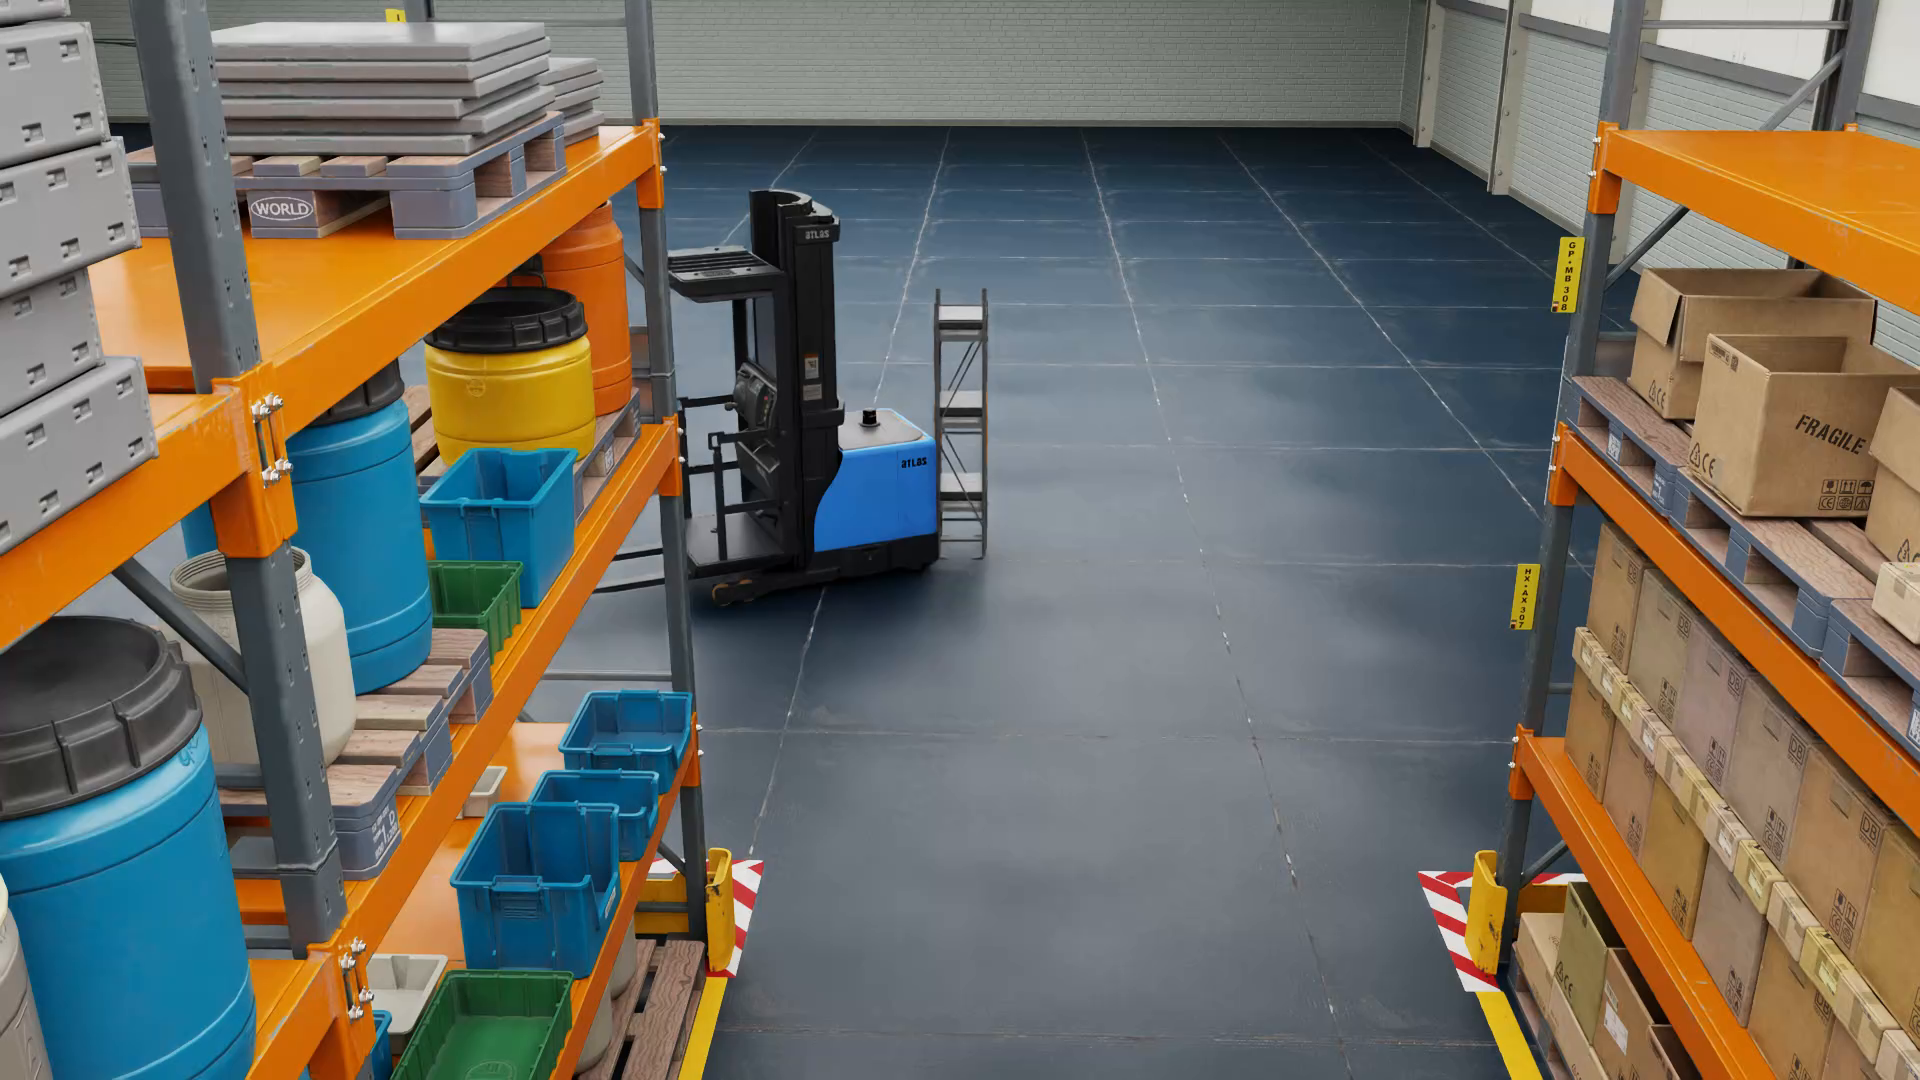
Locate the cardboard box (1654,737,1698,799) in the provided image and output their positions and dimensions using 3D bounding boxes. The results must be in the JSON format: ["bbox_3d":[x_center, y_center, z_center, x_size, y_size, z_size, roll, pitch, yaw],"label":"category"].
[{"bbox_3d":[2.911,0.876,6.382,0.380,0.149,0.250,0,21,0],"label":"cardboard box"}]

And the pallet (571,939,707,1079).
[{"bbox_3d":[-1.769,2.278,7.659,1.003,0.211,1.213,1,21,2],"label":"pallet"}]

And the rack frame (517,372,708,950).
[{"bbox_3d":[-1.783,0.657,7.983,1.000,3.000,0.127,1,21,2],"label":"rack frame"}]

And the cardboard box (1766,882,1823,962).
[{"bbox_3d":[2.880,1.250,5.419,0.380,0.149,0.250,1,21,3],"label":"cardboard box"}]

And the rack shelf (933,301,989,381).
[{"bbox_3d":[0.008,-1.564,13.049,0.431,0.518,0.480,0,21,1],"label":"rack shelf"}]

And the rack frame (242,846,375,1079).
[{"bbox_3d":[-1.905,2.103,4.256,1.000,3.000,0.127,1,21,2],"label":"rack frame"}]

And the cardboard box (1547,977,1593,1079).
[{"bbox_3d":[2.917,2.171,7.301,0.500,0.250,0.500,1,21,2],"label":"cardboard box"}]

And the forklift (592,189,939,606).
[{"bbox_3d":[-1.733,-1.087,12.572,3.031,2.935,1.130,-9,23,-22],"label":"forklift"}]

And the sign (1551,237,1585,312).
[{"bbox_3d":[2.613,-1.139,7.146,0.100,0.325,0.005,1,21,2],"label":"sign"}]

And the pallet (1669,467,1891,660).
[{"bbox_3d":[3.086,0.053,5.515,1.003,0.211,1.213,1,21,2],"label":"pallet"}]

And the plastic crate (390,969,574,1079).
[{"bbox_3d":[-1.582,1.714,5.551,0.450,0.188,0.662,1,21,2],"label":"plastic crate"}]

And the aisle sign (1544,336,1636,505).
[{"bbox_3d":[2.863,-0.527,7.439,0.394,0.787,0.004,1,21,2],"label":"aisle sign"}]

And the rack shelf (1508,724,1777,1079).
[{"bbox_3d":[3.107,1.771,6.106,1.077,0.370,4.000,1,21,2],"label":"rack shelf"}]

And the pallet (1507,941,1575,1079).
[{"bbox_3d":[3.186,2.289,7.630,1.003,0.211,1.213,1,21,2],"label":"pallet"}]

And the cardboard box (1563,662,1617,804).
[{"bbox_3d":[3.141,0.835,7.387,0.700,0.500,0.500,1,21,2],"label":"cardboard box"}]

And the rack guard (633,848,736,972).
[{"bbox_3d":[-1.739,1.850,8.363,1.175,0.500,0.348,1,21,2],"label":"rack guard"}]

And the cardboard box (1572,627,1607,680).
[{"bbox_3d":[2.940,0.503,7.344,0.380,0.149,0.250,0,21,1],"label":"cardboard box"}]

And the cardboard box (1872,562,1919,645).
[{"bbox_3d":[2.809,0.177,4.645,0.380,0.149,0.250,1,21,2],"label":"cardboard box"}]

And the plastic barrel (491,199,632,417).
[{"bbox_3d":[-1.671,-0.961,6.831,0.600,0.830,0.708,1,21,2],"label":"plastic barrel"}]

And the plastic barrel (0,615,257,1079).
[{"bbox_3d":[-1.704,0.657,3.143,0.600,0.901,0.708,1,21,2],"label":"plastic barrel"}]

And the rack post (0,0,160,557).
[{"bbox_3d":[-1.879,-0.074,1.297,1.013,1.000,3.121,1,21,2],"label":"rack post"}]

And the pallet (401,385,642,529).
[{"bbox_3d":[-1.906,-0.356,6.707,1.003,0.211,1.213,1,21,2],"label":"pallet"}]

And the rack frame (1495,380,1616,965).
[{"bbox_3d":[3.167,0.712,7.839,1.000,3.000,0.127,1,21,2],"label":"rack frame"}]

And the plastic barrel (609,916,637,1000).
[{"bbox_3d":[-1.727,1.859,7.742,0.421,0.512,0.421,0,21,0],"label":"plastic barrel"}]

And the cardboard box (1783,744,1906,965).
[{"bbox_3d":[3.083,0.983,5.210,0.700,0.500,0.500,1,21,2],"label":"cardboard box"}]

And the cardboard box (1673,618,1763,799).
[{"bbox_3d":[3.114,0.621,6.143,0.700,0.500,0.500,1,21,2],"label":"cardboard box"}]

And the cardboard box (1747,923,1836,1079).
[{"bbox_3d":[3.082,1.579,5.467,0.700,0.500,0.500,1,21,2],"label":"cardboard box"}]

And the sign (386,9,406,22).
[{"bbox_3d":[-2.333,-2.050,6.956,0.100,0.325,0.005,1,21,2],"label":"sign"}]

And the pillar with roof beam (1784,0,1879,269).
[{"bbox_3d":[5.024,-6.155,17.245,9.100,9.000,0.400,1,21,2],"label":"pillar with roof beam"}]

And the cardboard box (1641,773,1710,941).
[{"bbox_3d":[3.108,1.204,6.435,0.700,0.500,0.500,1,21,2],"label":"cardboard box"}]

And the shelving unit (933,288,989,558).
[{"bbox_3d":[0.009,-0.924,13.299,0.431,2.100,0.503,0,21,1],"label":"shelving unit"}]

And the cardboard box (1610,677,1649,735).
[{"bbox_3d":[2.926,0.689,6.866,0.380,0.149,0.250,1,21,2],"label":"cardboard box"}]

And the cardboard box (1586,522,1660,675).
[{"bbox_3d":[3.139,0.249,7.103,0.700,0.500,0.500,1,21,2],"label":"cardboard box"}]

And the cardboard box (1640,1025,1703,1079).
[{"bbox_3d":[2.881,2.183,6.234,0.500,0.500,0.500,1,21,2],"label":"cardboard box"}]

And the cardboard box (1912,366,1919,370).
[{"bbox_3d":[3.396,-0.458,6.142,0.500,0.250,0.500,1,21,2],"label":"cardboard box"}]

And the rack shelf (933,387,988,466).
[{"bbox_3d":[0.009,-0.912,13.303,0.431,0.518,0.480,0,21,1],"label":"rack shelf"}]

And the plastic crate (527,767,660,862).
[{"bbox_3d":[-1.525,1.145,6.930,0.499,0.251,0.408,1,21,2],"label":"plastic crate"}]

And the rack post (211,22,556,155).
[{"bbox_3d":[-1.811,-1.404,5.105,0.937,0.300,0.954,0,21,1],"label":"rack post"}]

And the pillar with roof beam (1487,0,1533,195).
[{"bbox_3d":[5.389,-10.494,28.427,9.100,9.000,0.400,1,21,2],"label":"pillar with roof beam"}]

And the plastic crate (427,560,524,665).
[{"bbox_3d":[-1.585,0.236,5.214,0.336,0.188,0.450,1,21,2],"label":"plastic crate"}]

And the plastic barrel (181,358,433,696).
[{"bbox_3d":[-1.768,-0.084,4.471,0.600,0.901,0.708,1,21,2],"label":"plastic barrel"}]

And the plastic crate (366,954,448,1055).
[{"bbox_3d":[-2.109,1.636,5.824,0.530,0.136,0.437,1,21,2],"label":"plastic crate"}]

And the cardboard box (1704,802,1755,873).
[{"bbox_3d":[2.893,1.059,5.912,0.380,0.149,0.250,1,21,2],"label":"cardboard box"}]

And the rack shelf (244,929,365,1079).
[{"bbox_3d":[-1.966,1.763,1.980,1.077,0.370,4.000,1,21,2],"label":"rack shelf"}]

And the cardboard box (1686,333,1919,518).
[{"bbox_3d":[2.844,-0.396,5.638,0.500,0.500,0.500,1,21,2],"label":"cardboard box"}]

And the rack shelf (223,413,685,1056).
[{"bbox_3d":[-1.844,0.317,5.707,1.077,0.370,4.000,1,21,2],"label":"rack shelf"}]

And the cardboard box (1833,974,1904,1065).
[{"bbox_3d":[2.862,1.430,4.955,0.380,0.149,0.250,1,21,2],"label":"cardboard box"}]

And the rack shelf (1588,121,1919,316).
[{"bbox_3d":[3.107,-0.839,5.093,1.077,0.370,4.000,1,21,2],"label":"rack shelf"}]

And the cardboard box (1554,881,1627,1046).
[{"bbox_3d":[2.916,1.821,7.166,0.500,0.500,0.500,1,21,2],"label":"cardboard box"}]

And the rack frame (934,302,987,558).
[{"bbox_3d":[0.007,-0.836,13.071,0.400,2.100,0.015,0,21,1],"label":"rack frame"}]
